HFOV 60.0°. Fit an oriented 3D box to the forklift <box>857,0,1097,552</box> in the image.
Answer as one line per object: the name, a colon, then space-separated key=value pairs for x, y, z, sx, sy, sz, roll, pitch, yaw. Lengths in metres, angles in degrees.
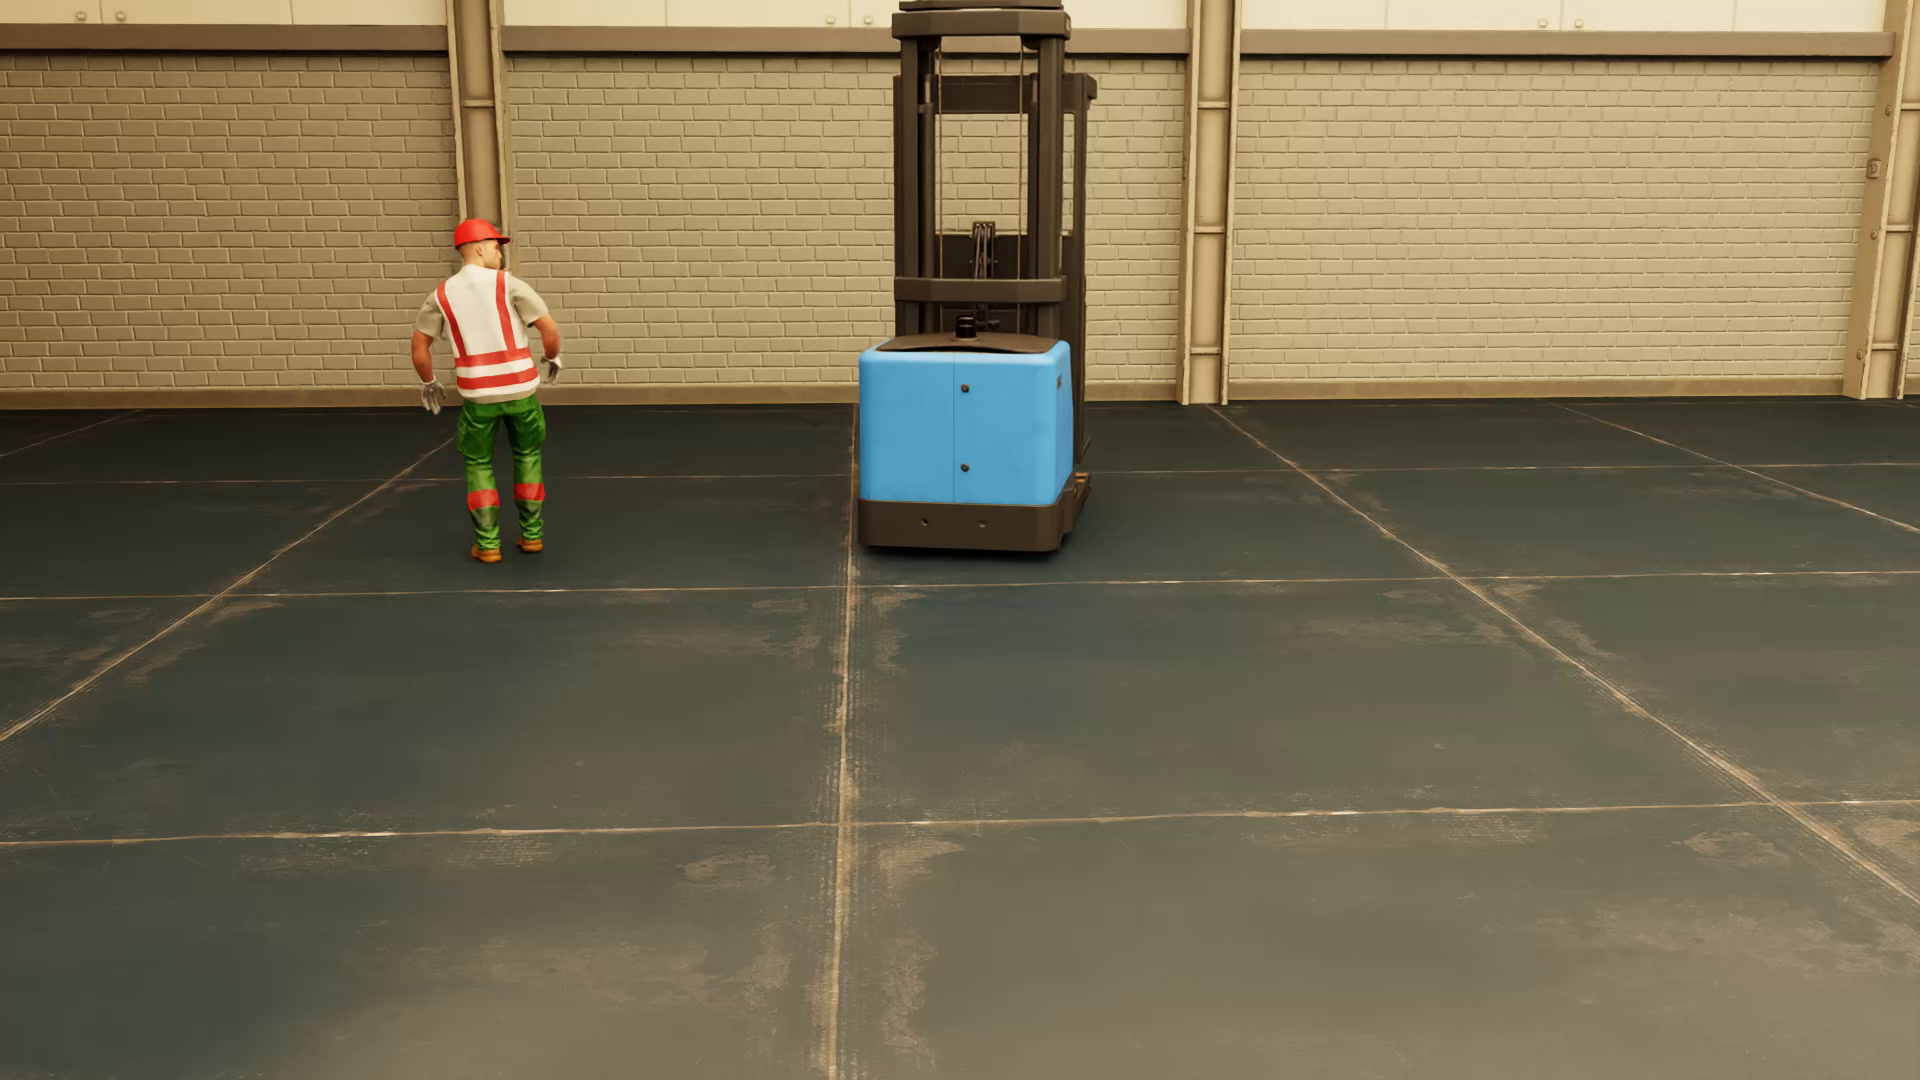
forklift: x=0.208 y=-1.643 z=9.726 sx=1.130 sy=2.935 sz=3.031 roll=2 pitch=13 yaw=9

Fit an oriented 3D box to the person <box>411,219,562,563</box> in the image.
person: x=-2.431 y=-0.774 z=8.600 sx=0.740 sy=1.741 sz=0.512 roll=-3 pitch=13 yaw=-11
